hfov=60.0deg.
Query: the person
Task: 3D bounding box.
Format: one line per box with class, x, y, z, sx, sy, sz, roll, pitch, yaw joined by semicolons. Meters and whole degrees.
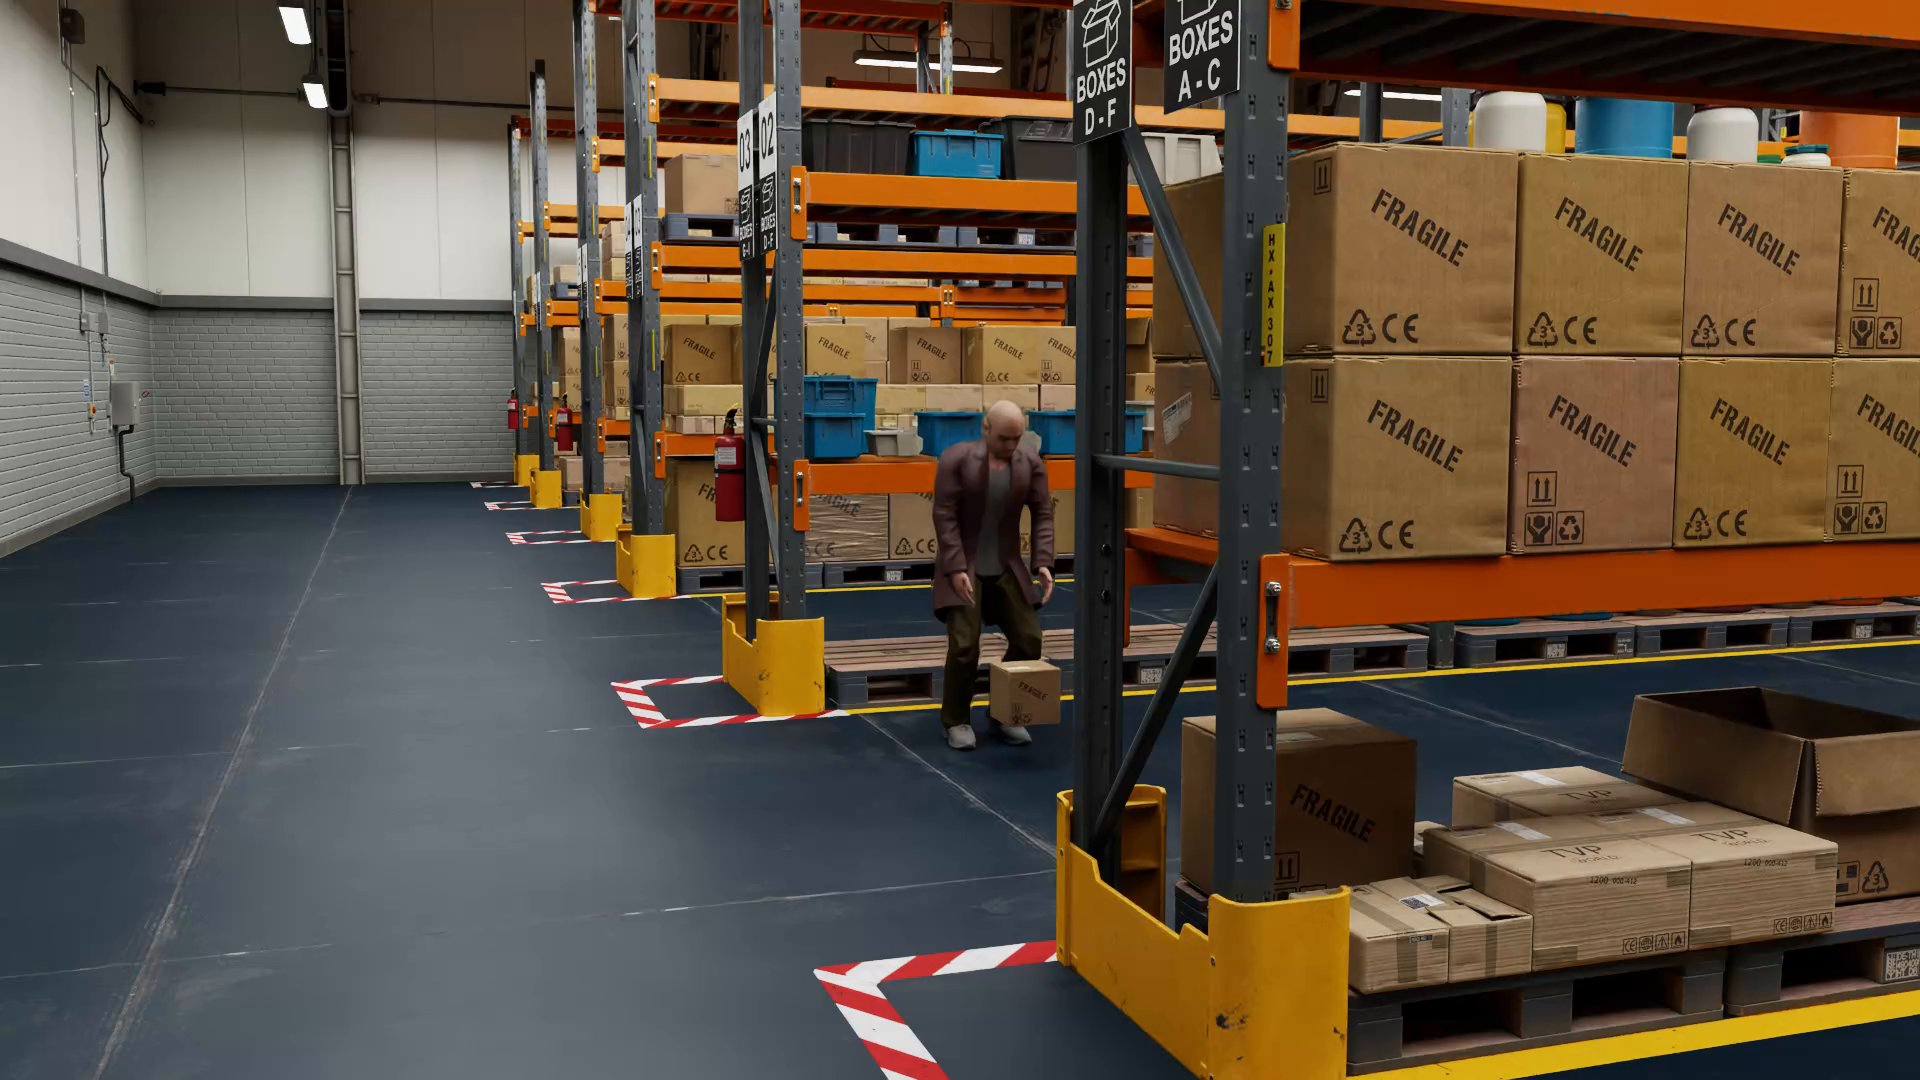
person;0.154;0.161;7.972;0.612;1.643;0.516;-2;6;-18
